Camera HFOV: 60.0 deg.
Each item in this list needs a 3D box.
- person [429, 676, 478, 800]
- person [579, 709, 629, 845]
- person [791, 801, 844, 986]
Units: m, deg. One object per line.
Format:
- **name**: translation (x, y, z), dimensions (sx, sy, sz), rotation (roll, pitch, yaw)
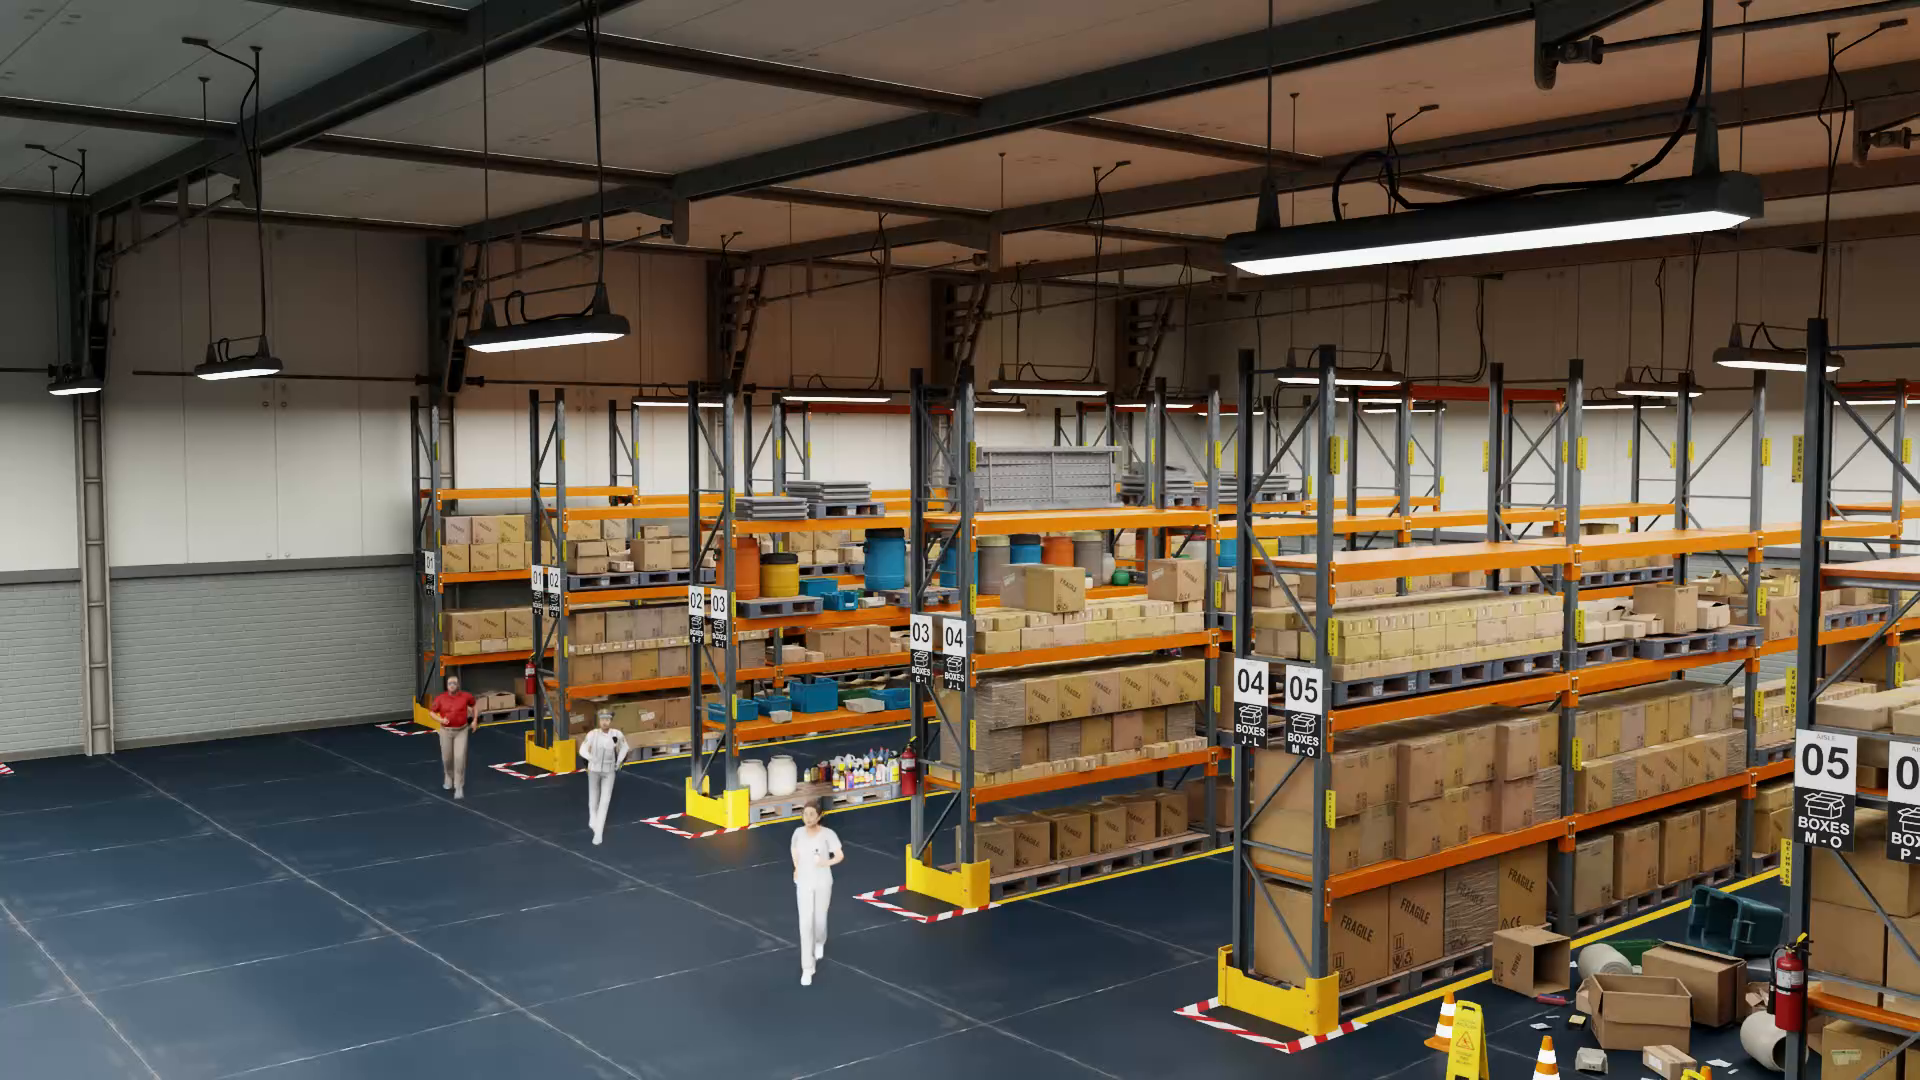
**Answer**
- **person**: translation (-7.419, 2.863, 24.392), dimensions (0.682, 1.761, 0.874), rotation (-1, 3, -14)
- **person**: translation (-4.651, 3.041, 21.737), dimensions (0.625, 1.711, 0.850), rotation (0, 3, -8)
- **person**: translation (-1.395, 3.372, 16.161), dimensions (0.553, 1.691, 0.878), rotation (0, 3, 4)
